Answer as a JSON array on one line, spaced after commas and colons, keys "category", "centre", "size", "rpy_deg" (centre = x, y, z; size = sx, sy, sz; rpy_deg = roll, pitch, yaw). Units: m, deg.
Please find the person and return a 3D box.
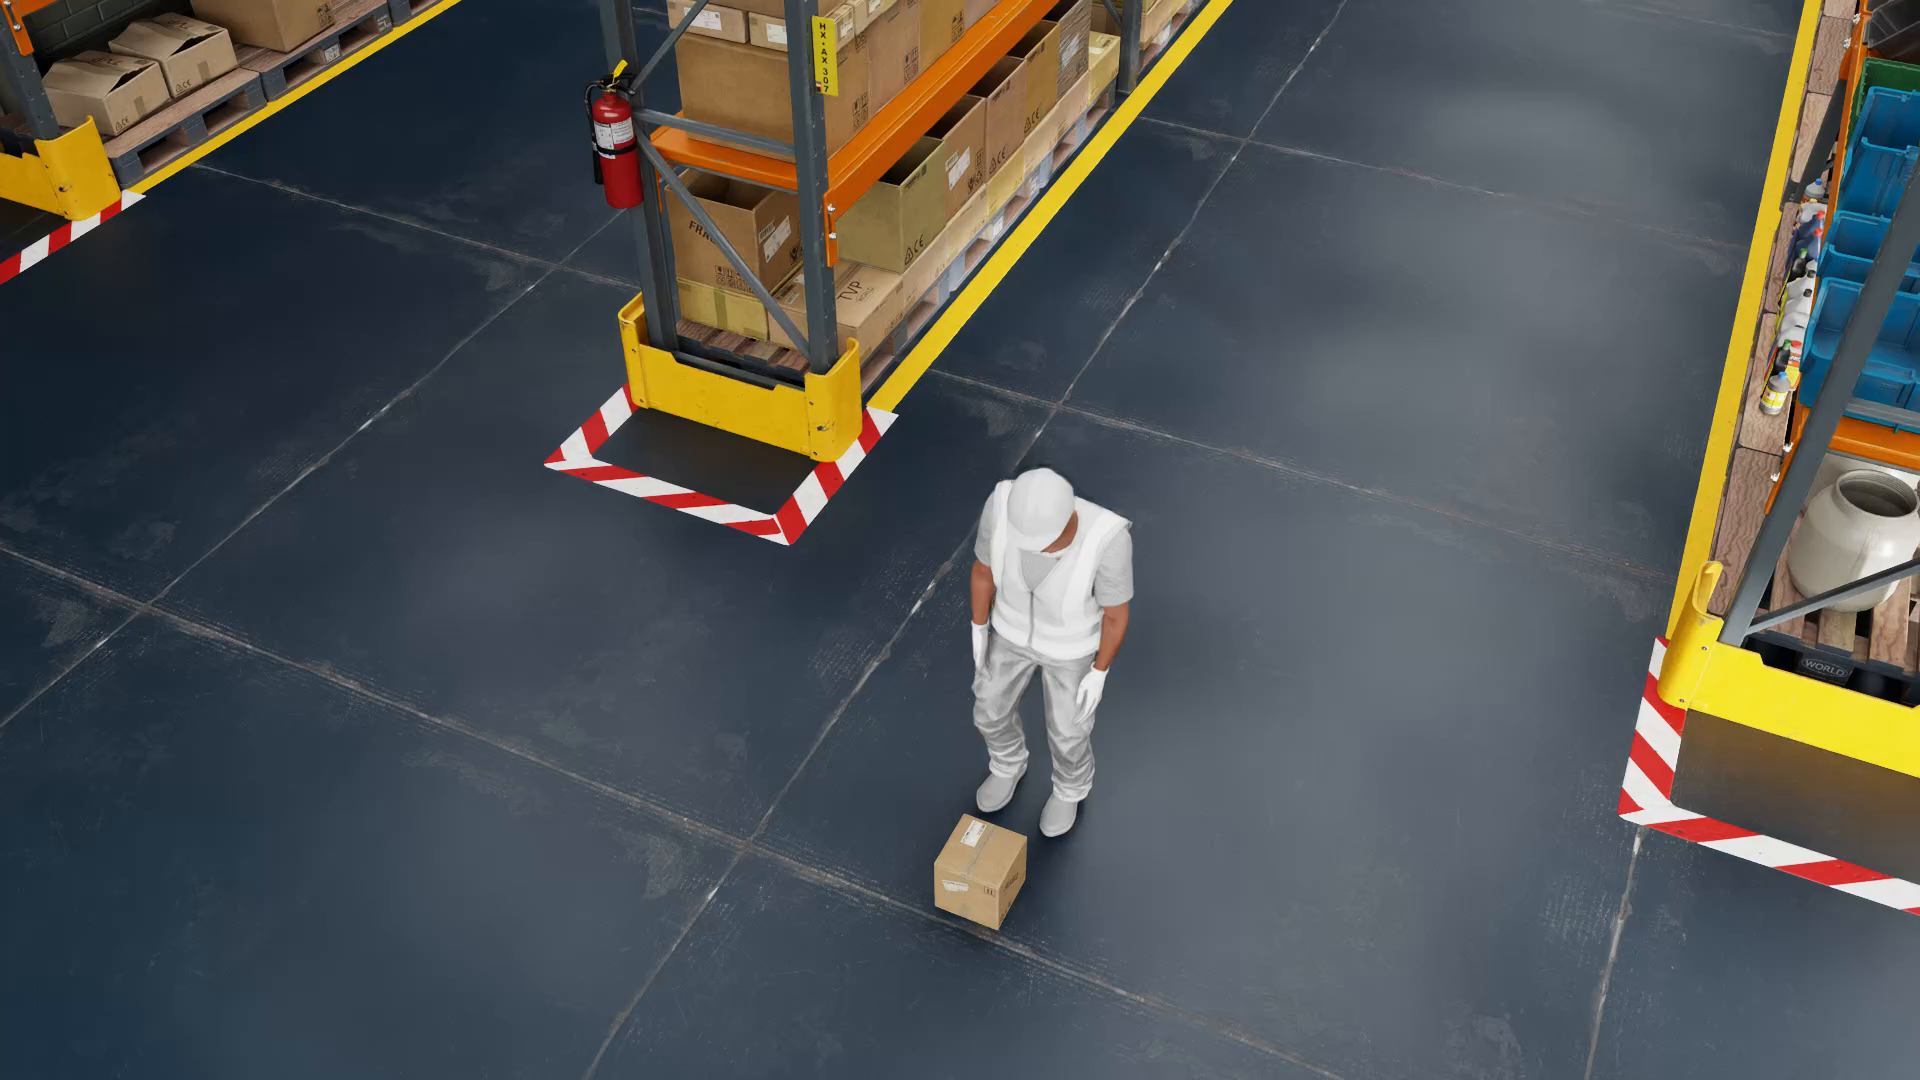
[{"category": "person", "centre": [0.303, 0.366, 5.790], "size": [0.580, 1.709, 0.497], "rpy_deg": [19, 45, 20]}]
